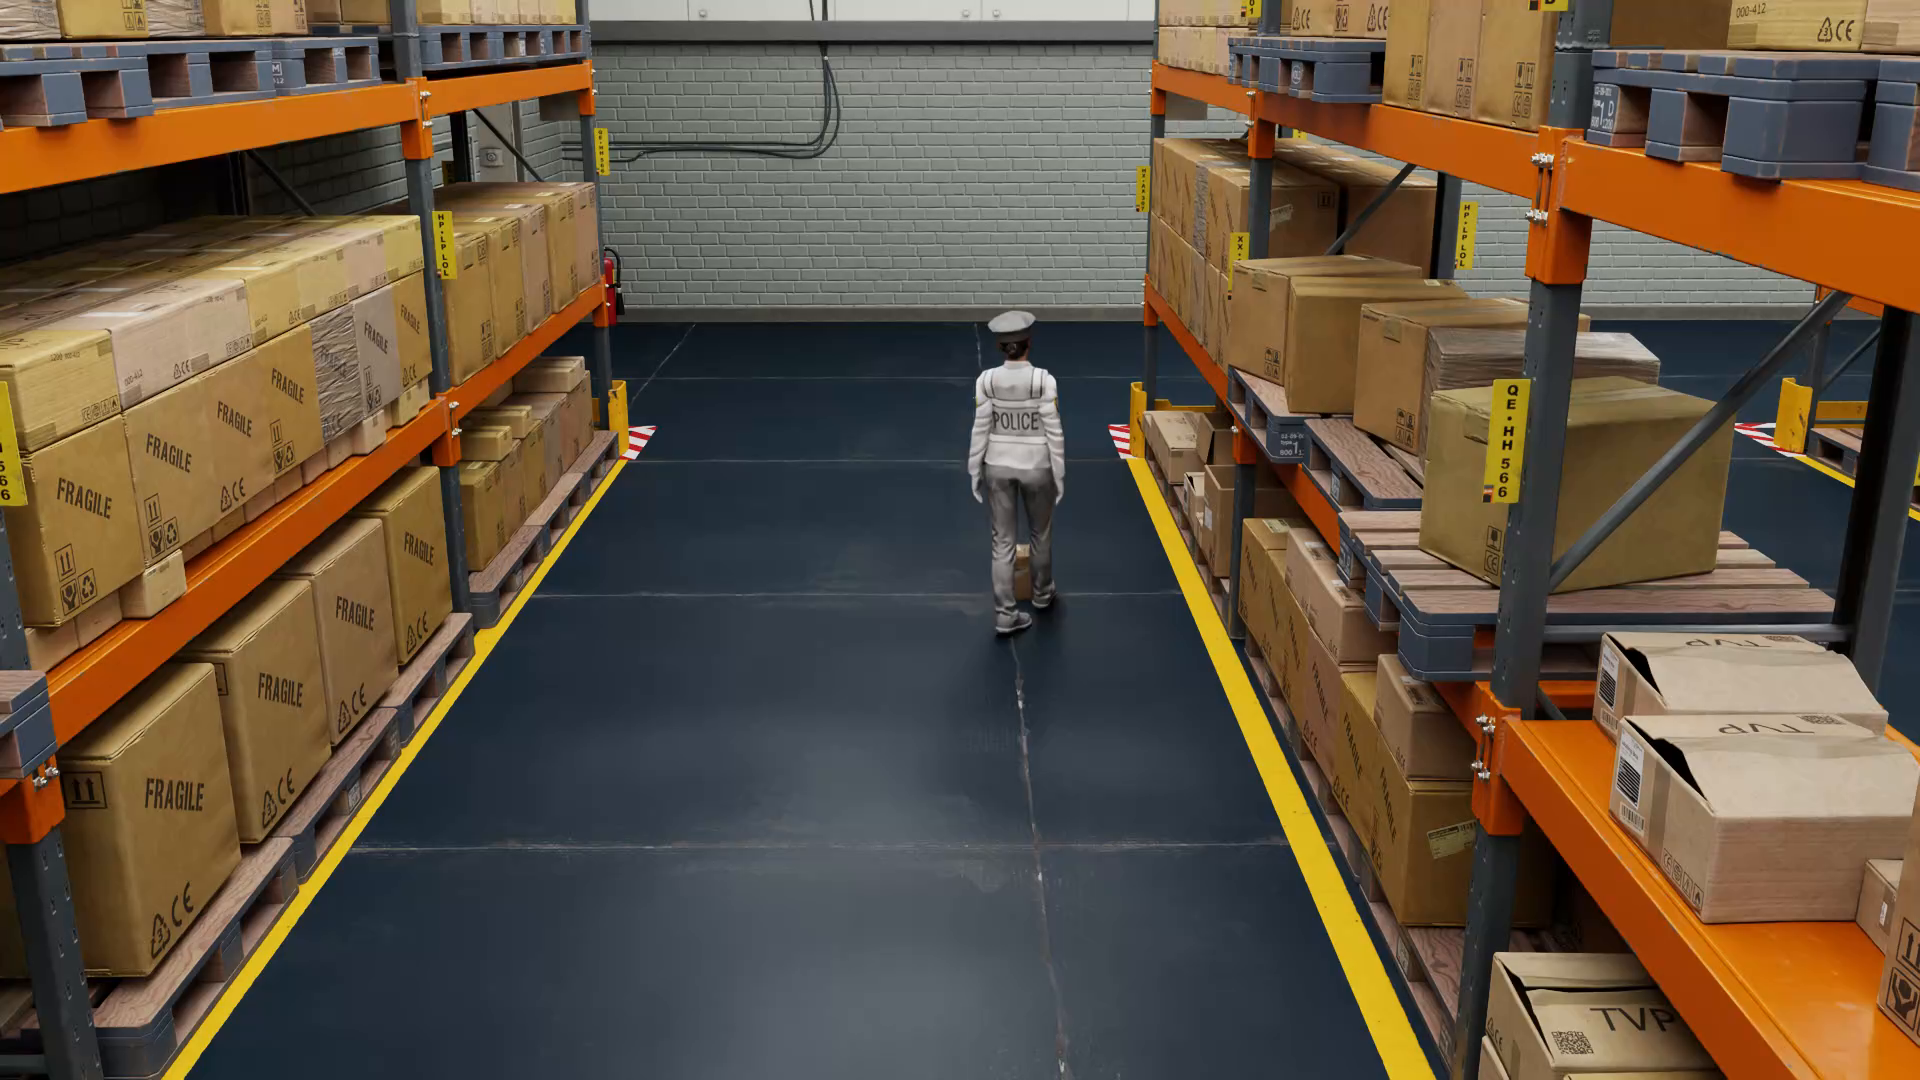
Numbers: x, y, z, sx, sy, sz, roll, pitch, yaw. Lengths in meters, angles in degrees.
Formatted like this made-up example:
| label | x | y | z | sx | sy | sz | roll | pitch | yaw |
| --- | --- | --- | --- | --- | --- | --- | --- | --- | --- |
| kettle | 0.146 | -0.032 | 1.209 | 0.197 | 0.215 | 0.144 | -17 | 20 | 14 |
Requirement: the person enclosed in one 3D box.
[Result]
| label | x | y | z | sx | sy | sz | roll | pitch | yaw |
| --- | --- | --- | --- | --- | --- | --- | --- | --- | --- |
| person | 0.365 | -0.383 | 8.745 | 0.511 | 1.661 | 0.699 | 3 | 17 | 10 |
